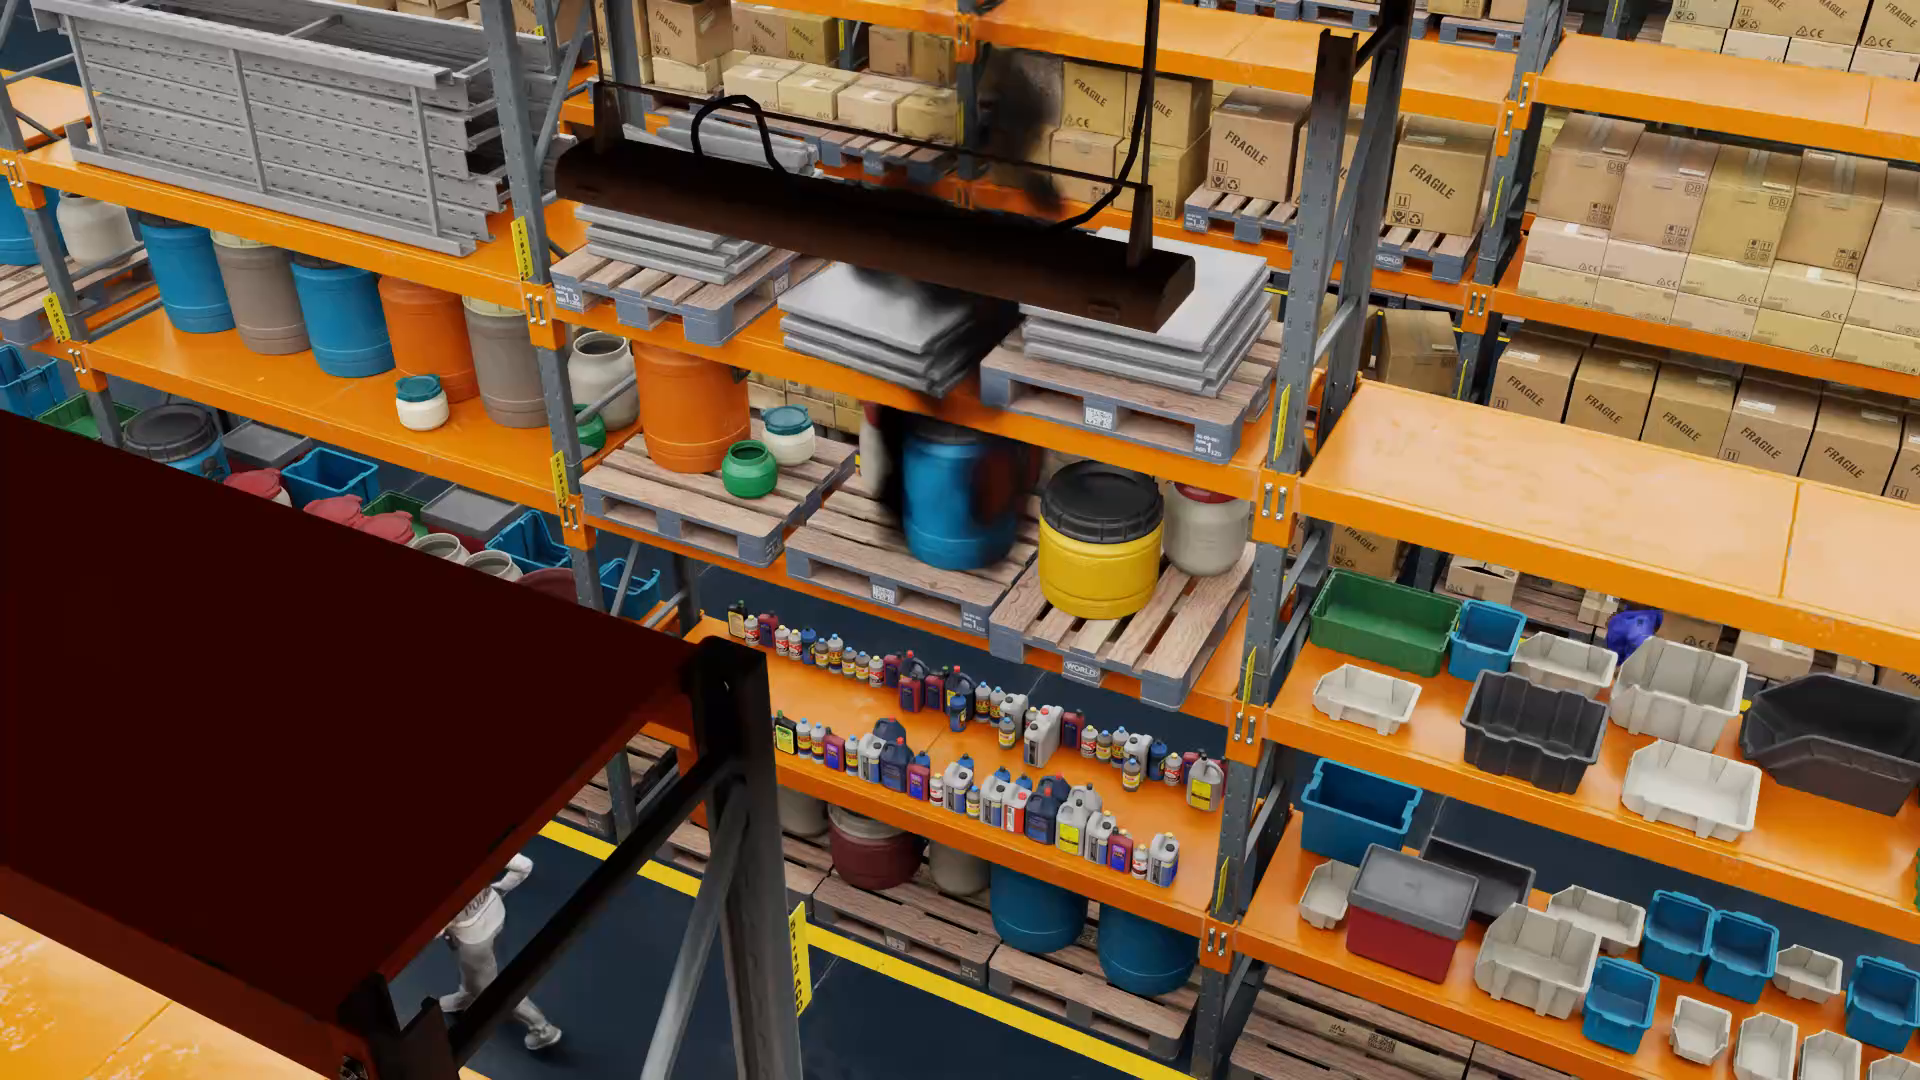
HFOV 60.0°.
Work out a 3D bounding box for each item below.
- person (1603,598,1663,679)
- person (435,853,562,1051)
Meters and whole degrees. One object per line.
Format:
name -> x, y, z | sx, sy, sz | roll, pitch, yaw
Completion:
person -> 4.442, 0.934, 11.124 | 0.705, 1.650, 0.585 | 14, 37, 19
person -> -2.701, 2.174, 9.261 | 0.884, 1.705, 0.604 | 10, 36, 14
